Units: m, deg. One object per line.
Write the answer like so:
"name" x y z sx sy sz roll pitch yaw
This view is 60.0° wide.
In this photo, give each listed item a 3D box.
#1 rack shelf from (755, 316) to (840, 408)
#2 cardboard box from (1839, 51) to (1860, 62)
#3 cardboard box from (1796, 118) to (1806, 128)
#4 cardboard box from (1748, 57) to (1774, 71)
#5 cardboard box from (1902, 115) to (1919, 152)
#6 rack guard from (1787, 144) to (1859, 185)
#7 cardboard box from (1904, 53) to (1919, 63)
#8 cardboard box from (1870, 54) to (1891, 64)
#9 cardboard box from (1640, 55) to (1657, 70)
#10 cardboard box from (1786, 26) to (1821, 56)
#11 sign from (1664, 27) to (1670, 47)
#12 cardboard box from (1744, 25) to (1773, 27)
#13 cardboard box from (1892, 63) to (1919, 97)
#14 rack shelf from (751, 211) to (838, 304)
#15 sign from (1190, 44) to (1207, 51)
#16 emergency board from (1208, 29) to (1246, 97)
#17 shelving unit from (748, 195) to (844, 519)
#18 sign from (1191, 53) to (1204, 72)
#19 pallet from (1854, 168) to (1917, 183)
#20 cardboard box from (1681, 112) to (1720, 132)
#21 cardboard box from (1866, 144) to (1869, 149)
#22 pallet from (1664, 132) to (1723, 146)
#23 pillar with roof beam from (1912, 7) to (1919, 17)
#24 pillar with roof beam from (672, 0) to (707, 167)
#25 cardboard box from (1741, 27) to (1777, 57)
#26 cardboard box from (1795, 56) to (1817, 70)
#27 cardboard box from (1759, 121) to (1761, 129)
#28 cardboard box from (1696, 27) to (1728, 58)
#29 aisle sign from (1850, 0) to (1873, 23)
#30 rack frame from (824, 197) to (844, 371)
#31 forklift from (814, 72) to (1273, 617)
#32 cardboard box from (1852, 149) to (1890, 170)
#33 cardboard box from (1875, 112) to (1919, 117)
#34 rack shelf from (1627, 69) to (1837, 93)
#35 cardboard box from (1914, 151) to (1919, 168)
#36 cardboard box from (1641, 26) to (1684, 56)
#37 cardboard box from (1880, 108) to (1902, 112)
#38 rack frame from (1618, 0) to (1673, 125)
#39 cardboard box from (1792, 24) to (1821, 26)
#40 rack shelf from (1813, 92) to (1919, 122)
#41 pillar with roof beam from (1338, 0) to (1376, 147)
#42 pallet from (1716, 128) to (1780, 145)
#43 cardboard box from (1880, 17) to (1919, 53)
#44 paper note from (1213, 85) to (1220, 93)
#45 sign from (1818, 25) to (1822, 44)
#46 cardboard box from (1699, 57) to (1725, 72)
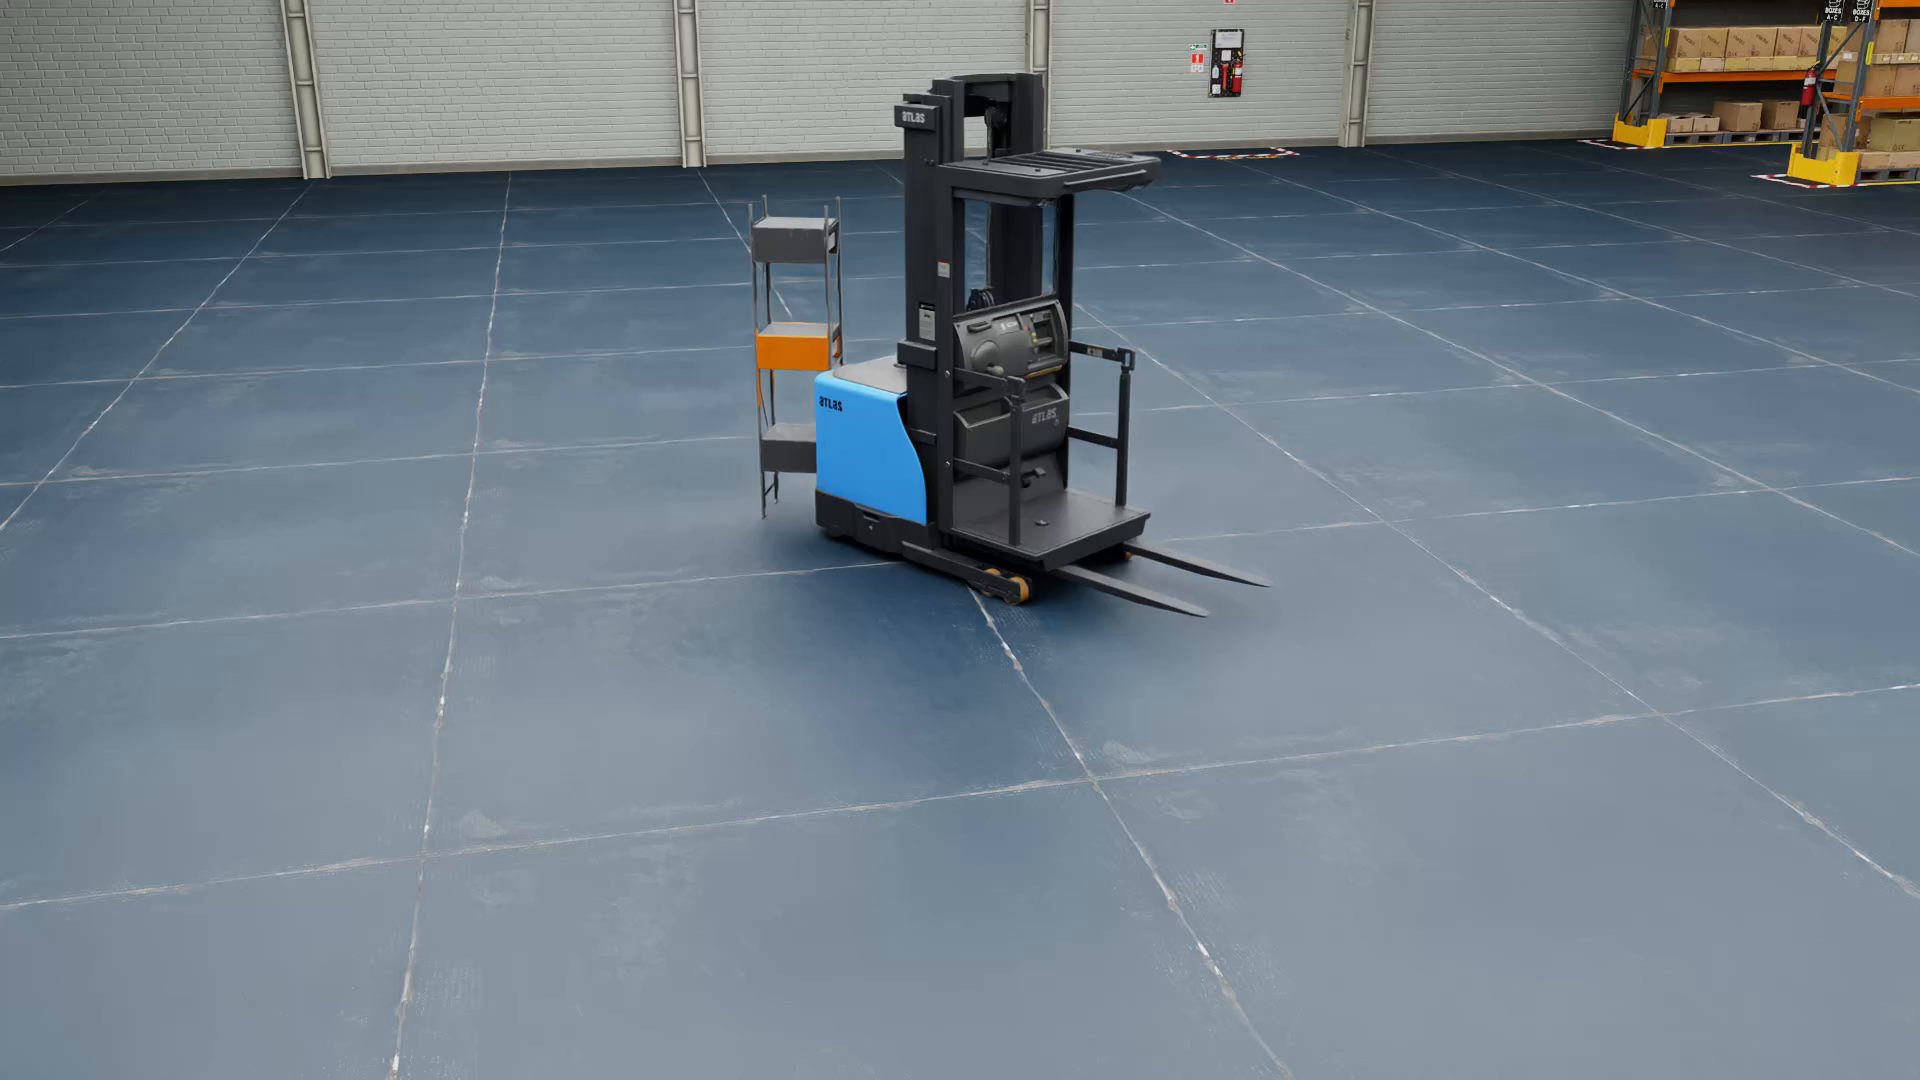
"rack shelf" -1.058 -1.173 11.003 0.480 0.518 0.431 3 20 7
"cardboard box" 14.024 -7.582 26.063 0.250 0.149 0.380 -5 21 -13
"cardboard box" 15.932 -7.935 31.594 0.250 0.166 0.380 -7 21 -20
"cardboard box" 14.592 -8.789 30.636 0.500 0.250 0.500 -4 21 -12
"cardboard box" 15.239 -6.447 26.349 0.500 0.500 0.500 -5 21 -12
"rack guard" 13.673 -5.961 26.360 0.348 0.500 1.175 -5 21 -12
"cardboard box" 14.627 -7.488 25.806 0.250 0.149 0.380 -5 21 -12
"cardboard box" 14.128 -7.447 25.694 0.250 0.149 0.380 -5 21 -13
"cardboard box" 12.963 -8.835 30.761 0.500 0.250 0.500 -4 21 -12
"cardboard box" 15.572 -9.220 30.721 0.500 0.500 0.500 -5 21 -13
"sign" 12.678 -9.019 29.816 0.005 0.325 0.100 -5 21 -12
"cardboard box" 14.949 -9.357 31.097 0.500 0.500 0.500 -4 21 -11
"cardboard box" 14.663 -7.259 26.125 0.500 0.500 0.700 -4 21 -11
"rack shelf" -1.058 -1.831 10.763 0.480 0.518 0.431 3 20 7
"sign" 4.227 -8.735 29.477 0.331 0.109 0.001 -5 21 -12
"emergency board" 4.782 -8.481 29.607 0.643 1.169 0.194 -5 21 -12
"shelving unit" -1.058 -1.186 10.999 0.503 2.100 0.431 3 20 7
"sign" 4.220 -8.489 29.576 0.234 0.329 0.001 -5 21 -12
"pallet" 14.431 -5.902 26.618 1.213 0.211 1.003 -5 21 -12
"cardboard box" 13.801 -7.808 31.038 0.500 0.311 0.500 -3 20 -8
"cardboard box" 14.634 -6.227 26.841 0.500 0.250 0.500 -5 21 -12
"pallet" 13.425 -7.543 31.100 1.213 0.211 1.003 -5 21 -12
"pillar with roof beam" 19.864 -10.990 27.733 0.400 9.000 9.100 -5 21 -12
"pillar with roof beam" -3.492 -9.090 22.548 0.400 9.000 9.100 -5 21 -12
"cardboard box" 14.573 -9.142 30.509 0.500 0.500 0.500 -4 20 -11
"cardboard box" 15.567 -8.874 30.868 0.500 0.250 0.500 -5 21 -12
"cardboard box" 14.884 -7.859 31.413 0.250 0.149 0.380 -6 21 -17
"cardboard box" 13.570 -9.058 30.280 0.500 0.500 0.500 -5 21 -12
"aisle sign" 13.703 -8.249 25.194 0.004 0.787 0.394 -5 21 -12
"rack frame" -0.817 -1.175 10.968 0.015 2.100 0.400 3 20 7
"forklift" 0.467 -1.195 9.814 3.031 2.935 1.130 18 27 41
"cardboard box" 14.269 -6.010 26.248 0.500 0.250 0.500 -5 21 -12
"cardboard box" 15.119 -6.621 26.824 0.500 0.500 0.500 -5 21 -12
"rack shelf" 14.499 -8.615 31.017 4.000 0.370 1.077 -5 21 -12
"cardboard box" 15.242 -6.091 26.467 0.500 0.250 0.500 -5 21 -12
"cardboard box" 12.962 -9.194 30.650 0.500 0.500 0.500 -5 21 -13
"cardboard box" 17.649 -8.265 32.011 0.500 0.500 0.700 -5 21 -14
"rack frame" 12.553 -8.794 30.461 0.127 3.000 1.000 -5 21 -12
"cardboard box" 15.940 -9.435 31.308 0.500 0.500 0.500 -5 21 -14
"rack shelf" 15.642 -6.957 26.491 4.000 0.370 1.077 -5 21 -12
"pillar with roof beam" 8.186 -10.040 25.140 0.400 9.000 9.100 -5 21 -12
"pallet" 14.610 -7.639 31.361 1.213 0.211 1.003 -5 21 -12
"cardboard box" 14.715 -7.873 25.914 0.500 0.500 0.700 -5 21 -14
"paper note" 4.594 -8.077 29.783 0.142 0.148 0.016 -5 21 -12
"sign" 13.585 -7.974 26.194 0.005 0.325 0.100 -5 21 -12
"cardboard box" 13.603 -8.711 30.424 0.500 0.250 0.500 -5 21 -14
